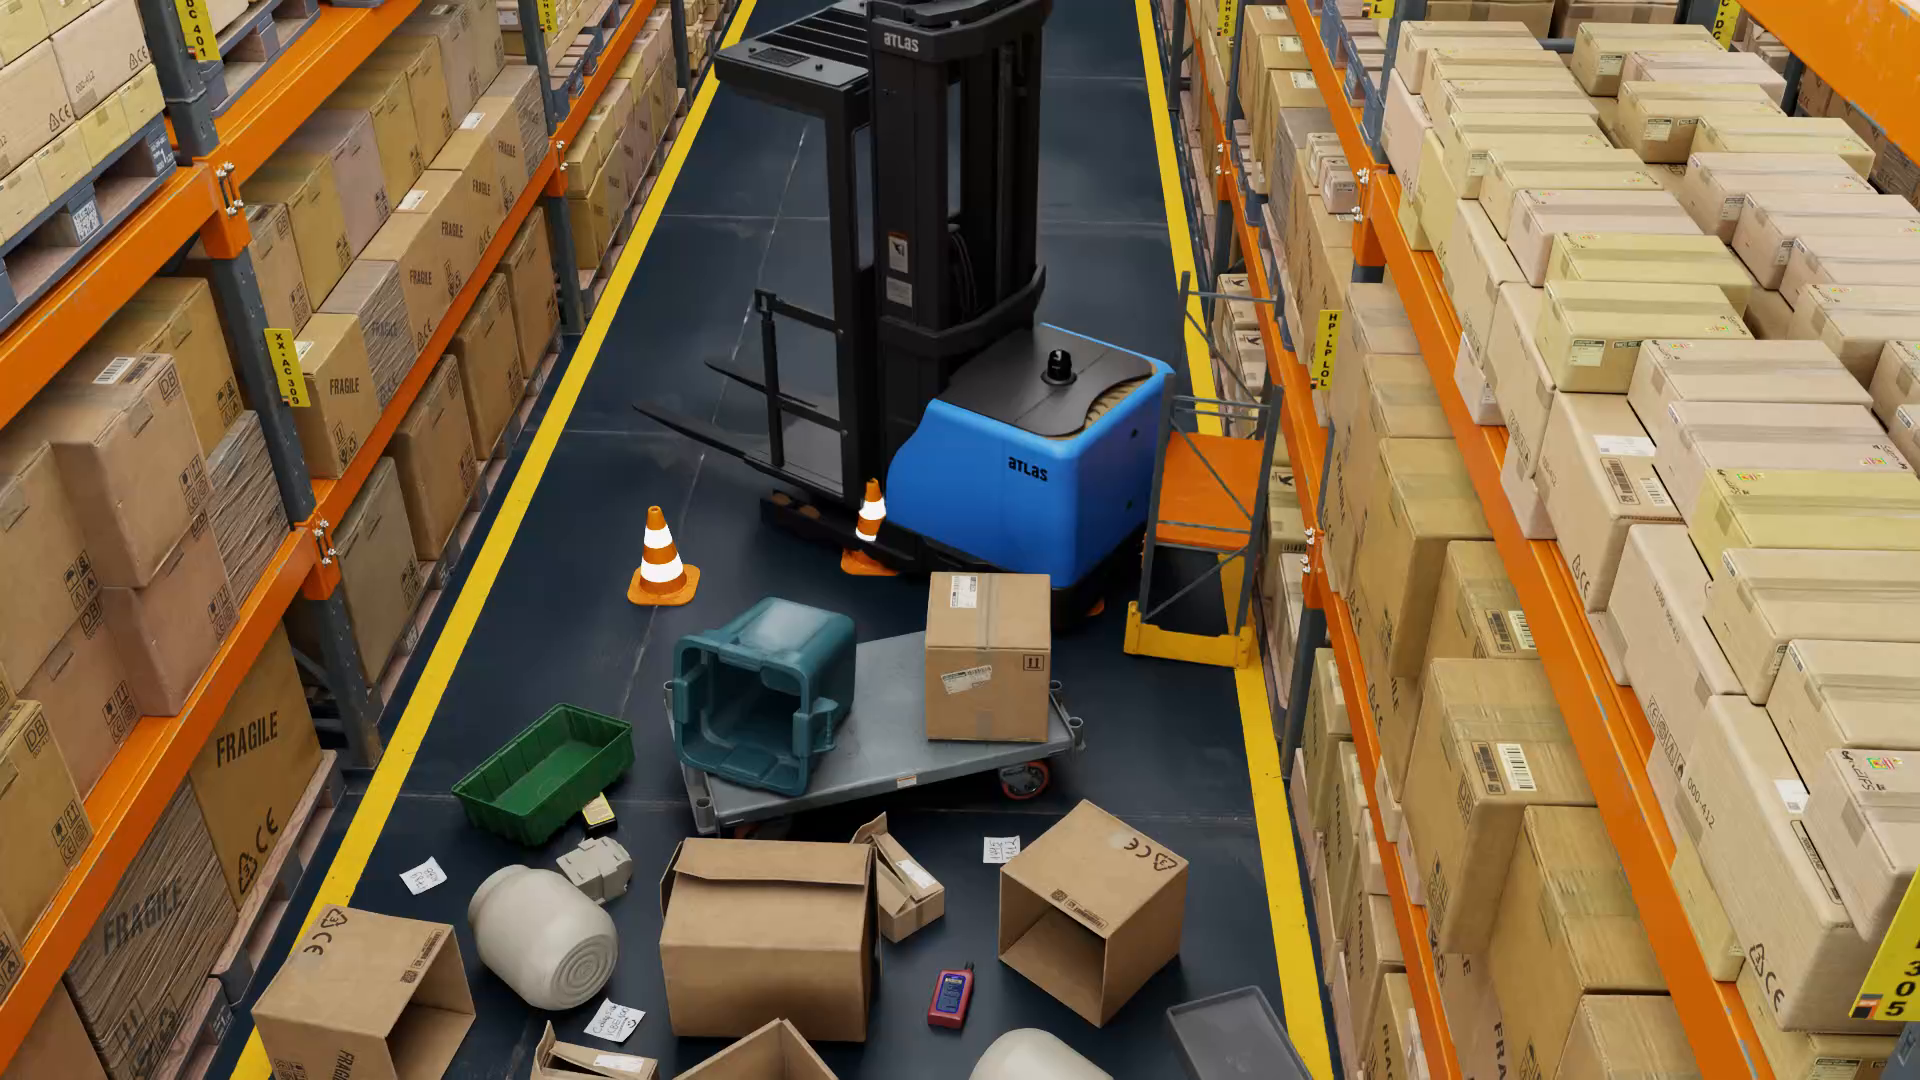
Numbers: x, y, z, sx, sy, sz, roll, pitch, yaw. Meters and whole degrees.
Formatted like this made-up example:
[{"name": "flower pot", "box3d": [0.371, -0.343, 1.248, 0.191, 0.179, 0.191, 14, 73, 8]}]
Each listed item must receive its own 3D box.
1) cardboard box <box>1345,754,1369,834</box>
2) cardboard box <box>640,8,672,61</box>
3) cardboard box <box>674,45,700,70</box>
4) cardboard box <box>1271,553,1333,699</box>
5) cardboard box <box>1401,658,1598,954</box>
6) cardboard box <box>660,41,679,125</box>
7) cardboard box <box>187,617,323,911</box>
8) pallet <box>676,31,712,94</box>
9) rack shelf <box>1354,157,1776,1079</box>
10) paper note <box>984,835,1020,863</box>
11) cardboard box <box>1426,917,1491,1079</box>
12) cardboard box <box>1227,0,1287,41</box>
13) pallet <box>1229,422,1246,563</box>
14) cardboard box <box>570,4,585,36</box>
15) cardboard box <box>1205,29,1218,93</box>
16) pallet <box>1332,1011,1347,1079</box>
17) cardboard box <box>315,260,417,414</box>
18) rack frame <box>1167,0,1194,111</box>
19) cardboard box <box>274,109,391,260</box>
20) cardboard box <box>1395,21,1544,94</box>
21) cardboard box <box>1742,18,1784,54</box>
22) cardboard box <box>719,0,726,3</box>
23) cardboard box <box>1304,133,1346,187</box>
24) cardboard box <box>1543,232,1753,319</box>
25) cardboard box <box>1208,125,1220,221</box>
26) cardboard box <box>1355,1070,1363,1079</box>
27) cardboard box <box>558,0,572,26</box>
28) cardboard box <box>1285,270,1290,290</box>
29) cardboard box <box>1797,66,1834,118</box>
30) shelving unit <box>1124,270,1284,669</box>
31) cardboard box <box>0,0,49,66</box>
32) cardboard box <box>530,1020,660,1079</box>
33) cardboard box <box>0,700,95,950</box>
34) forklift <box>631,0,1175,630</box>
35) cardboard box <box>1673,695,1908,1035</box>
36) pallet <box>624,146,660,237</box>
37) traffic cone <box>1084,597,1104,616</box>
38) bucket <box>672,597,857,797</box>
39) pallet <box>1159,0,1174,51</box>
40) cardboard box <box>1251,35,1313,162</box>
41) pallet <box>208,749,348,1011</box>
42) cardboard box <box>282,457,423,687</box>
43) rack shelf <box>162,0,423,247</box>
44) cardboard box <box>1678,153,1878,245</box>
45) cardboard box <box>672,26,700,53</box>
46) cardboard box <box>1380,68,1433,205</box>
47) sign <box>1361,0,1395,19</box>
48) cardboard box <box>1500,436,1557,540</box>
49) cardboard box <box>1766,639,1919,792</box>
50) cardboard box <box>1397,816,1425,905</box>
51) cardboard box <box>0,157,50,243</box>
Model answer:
[{"name": "cardboard box", "box3d": [1.522, 0.873, 5.655, 0.380, 0.149, 0.250, 3, 35, 4]}, {"name": "cardboard box", "box3d": [-2.507, -3.881, 12.766, 0.500, 0.250, 0.500, 0, 35, 1]}, {"name": "cardboard box", "box3d": [-2.394, -4.066, 13.987, 0.380, 0.149, 0.250, 0, 35, 0]}, {"name": "cardboard box", "box3d": [1.918, 0.396, 7.444, 0.950, 0.372, 0.625, 2, 35, 2]}, {"name": "cardboard box", "box3d": [1.486, 0.636, 3.967, 0.700, 0.500, 0.500, 1, 35, 1]}, {"name": "cardboard box", "box3d": [-2.508, -3.577, 12.985, 0.500, 0.500, 0.500, 1, 35, 1]}, {"name": "cardboard box", "box3d": [-3.146, 0.795, 6.439, 0.875, 0.875, 0.875, 2, 35, 3]}, {"name": "pallet", "box3d": [-2.738, -4.105, 14.353, 1.003, 0.211, 1.213, 1, 35, 2]}, {"name": "rack shelf", "box3d": [1.819, 0.010, 4.090, 1.077, 0.370, 4.000, 1, 35, 2]}, {"name": "paper note", "box3d": [0.173, 1.273, 6.857, 0.148, 0.019, 0.142, 1, 35, 2]}, {"name": "cardboard box", "box3d": [1.533, 1.036, 4.267, 0.500, 0.500, 0.500, 1, 35, 2]}, {"name": "cardboard box", "box3d": [1.819, -3.258, 9.766, 0.500, 0.500, 0.500, 0, 35, 1]}, {"name": "pallet", "box3d": [1.975, -0.216, 8.819, 1.003, 0.211, 1.213, 1, 35, 2]}, {"name": "cardboard box", "box3d": [-2.640, -3.346, 10.702, 0.380, 0.149, 0.250, 3, 35, 4]}, {"name": "cardboard box", "box3d": [1.826, -3.034, 10.534, 0.500, 0.250, 0.500, 2, 35, 3]}, {"name": "pallet", "box3d": [1.861, 2.024, 5.632, 1.003, 0.211, 1.213, 1, 35, 2]}, {"name": "cardboard box", "box3d": [-2.741, -0.890, 7.266, 0.500, 0.500, 0.500, 2, 35, 2]}, {"name": "rack frame", "box3d": [2.221, -4.803, 12.921, 1.000, 3.000, 0.127, 1, 35, 2]}, {"name": "cardboard box", "box3d": [-2.998, -1.584, 7.384, 0.700, 0.500, 0.500, 2, 35, 2]}, {"name": "cardboard box", "box3d": [1.560, -1.484, 5.114, 0.380, 0.149, 0.250, 1, 35, 1]}, {"name": "cardboard box", "box3d": [6.924, -4.275, 14.183, 0.396, 0.266, 0.258, 3, 35, 4]}, {"name": "cardboard box", "box3d": [-2.363, -5.109, 15.470, 0.380, 0.149, 0.250, 2, 35, 3]}, {"name": "cardboard box", "box3d": [1.694, -1.631, 7.133, 0.380, 0.149, 0.250, 0, 35, 0]}, {"name": "cardboard box", "box3d": [1.581, -0.589, 3.841, 0.380, 0.149, 0.250, 2, 35, 3]}, {"name": "cardboard box", "box3d": [2.211, -2.714, 11.432, 0.875, 0.875, 0.875, 2, 35, 2]}, {"name": "cardboard box", "box3d": [1.546, 1.976, 5.301, 0.500, 0.250, 0.500, 0, 35, 0]}, {"name": "cardboard box", "box3d": [-2.654, -3.334, 10.425, 0.380, 0.149, 0.250, 0, 35, 0]}, {"name": "cardboard box", "box3d": [1.699, -1.163, 7.595, 0.380, 0.149, 0.250, 1, 35, 2]}, {"name": "cardboard box", "box3d": [6.936, -3.567, 12.971, 0.500, 0.500, 0.500, 3, 35, 4]}, {"name": "shelving unit", "box3d": [1.183, -0.344, 7.859, 0.587, 1.500, 1.083, 7, 35, 7]}, {"name": "cardboard box", "box3d": [-2.768, -1.419, 4.570, 0.380, 0.149, 0.250, 1, 35, 2]}, {"name": "cardboard box", "box3d": [-1.280, 1.886, 5.781, 0.396, 0.266, 0.258, 7, 36, 10]}, {"name": "cardboard box", "box3d": [-3.114, 0.819, 4.791, 0.875, 0.550, 0.500, 1, 35, 2]}, {"name": "forklift", "box3d": [-0.439, -1.437, 8.192, 3.031, 2.935, 1.130, 22, 41, 28]}, {"name": "cardboard box", "box3d": [1.490, 0.504, 2.633, 0.500, 0.250, 0.500, 1, 35, 1]}, {"name": "pallet", "box3d": [-2.806, -2.568, 12.166, 1.003, 0.211, 1.213, 1, 35, 2]}, {"name": "traffic cone", "box3d": [0.550, 0.087, 8.170, 0.336, 0.463, 0.334, 1, 35, 2]}, {"name": "bucket", "box3d": [-0.753, 0.586, 6.778, 0.726, 0.611, 0.620, 13, 27, 18]}, {"name": "pallet", "box3d": [2.375, -4.800, 15.341, 1.003, 0.211, 1.213, 1, 35, 2]}, {"name": "cardboard box", "box3d": [1.797, -2.286, 8.629, 0.500, 0.500, 0.500, 3, 35, 4]}, {"name": "pallet", "box3d": [-3.160, 1.313, 6.643, 1.003, 0.211, 1.213, 1, 35, 2]}, {"name": "cardboard box", "box3d": [-3.116, 0.127, 7.497, 1.050, 0.750, 0.750, 1, 35, 2]}, {"name": "rack shelf", "box3d": [-2.971, -2.345, 7.440, 1.077, 0.370, 4.000, 1, 35, 2]}, {"name": "cardboard box", "box3d": [2.078, -0.871, 4.243, 0.380, 0.149, 0.250, 1, 35, 1]}, {"name": "cardboard box", "box3d": [-2.395, -4.187, 13.900, 0.380, 0.149, 0.250, 3, 35, 4]}, {"name": "cardboard box", "box3d": [1.608, -1.247, 5.125, 0.500, 0.250, 0.500, 1, 35, 1]}, {"name": "sign", "box3d": [1.344, -1.817, 5.272, 0.100, 0.325, 0.005, 1, 35, 2]}, {"name": "cardboard box", "box3d": [1.491, -0.128, 3.878, 0.380, 0.149, 0.250, 1, 35, 1]}, {"name": "cardboard box", "box3d": [1.506, 0.293, 2.587, 0.380, 0.149, 0.250, 2, 35, 3]}, {"name": "cardboard box", "box3d": [1.523, 0.950, 4.954, 0.380, 0.149, 0.250, 1, 35, 2]}, {"name": "cardboard box", "box3d": [-2.775, -0.943, 4.586, 0.380, 0.149, 0.250, 1, 35, 2]}]
